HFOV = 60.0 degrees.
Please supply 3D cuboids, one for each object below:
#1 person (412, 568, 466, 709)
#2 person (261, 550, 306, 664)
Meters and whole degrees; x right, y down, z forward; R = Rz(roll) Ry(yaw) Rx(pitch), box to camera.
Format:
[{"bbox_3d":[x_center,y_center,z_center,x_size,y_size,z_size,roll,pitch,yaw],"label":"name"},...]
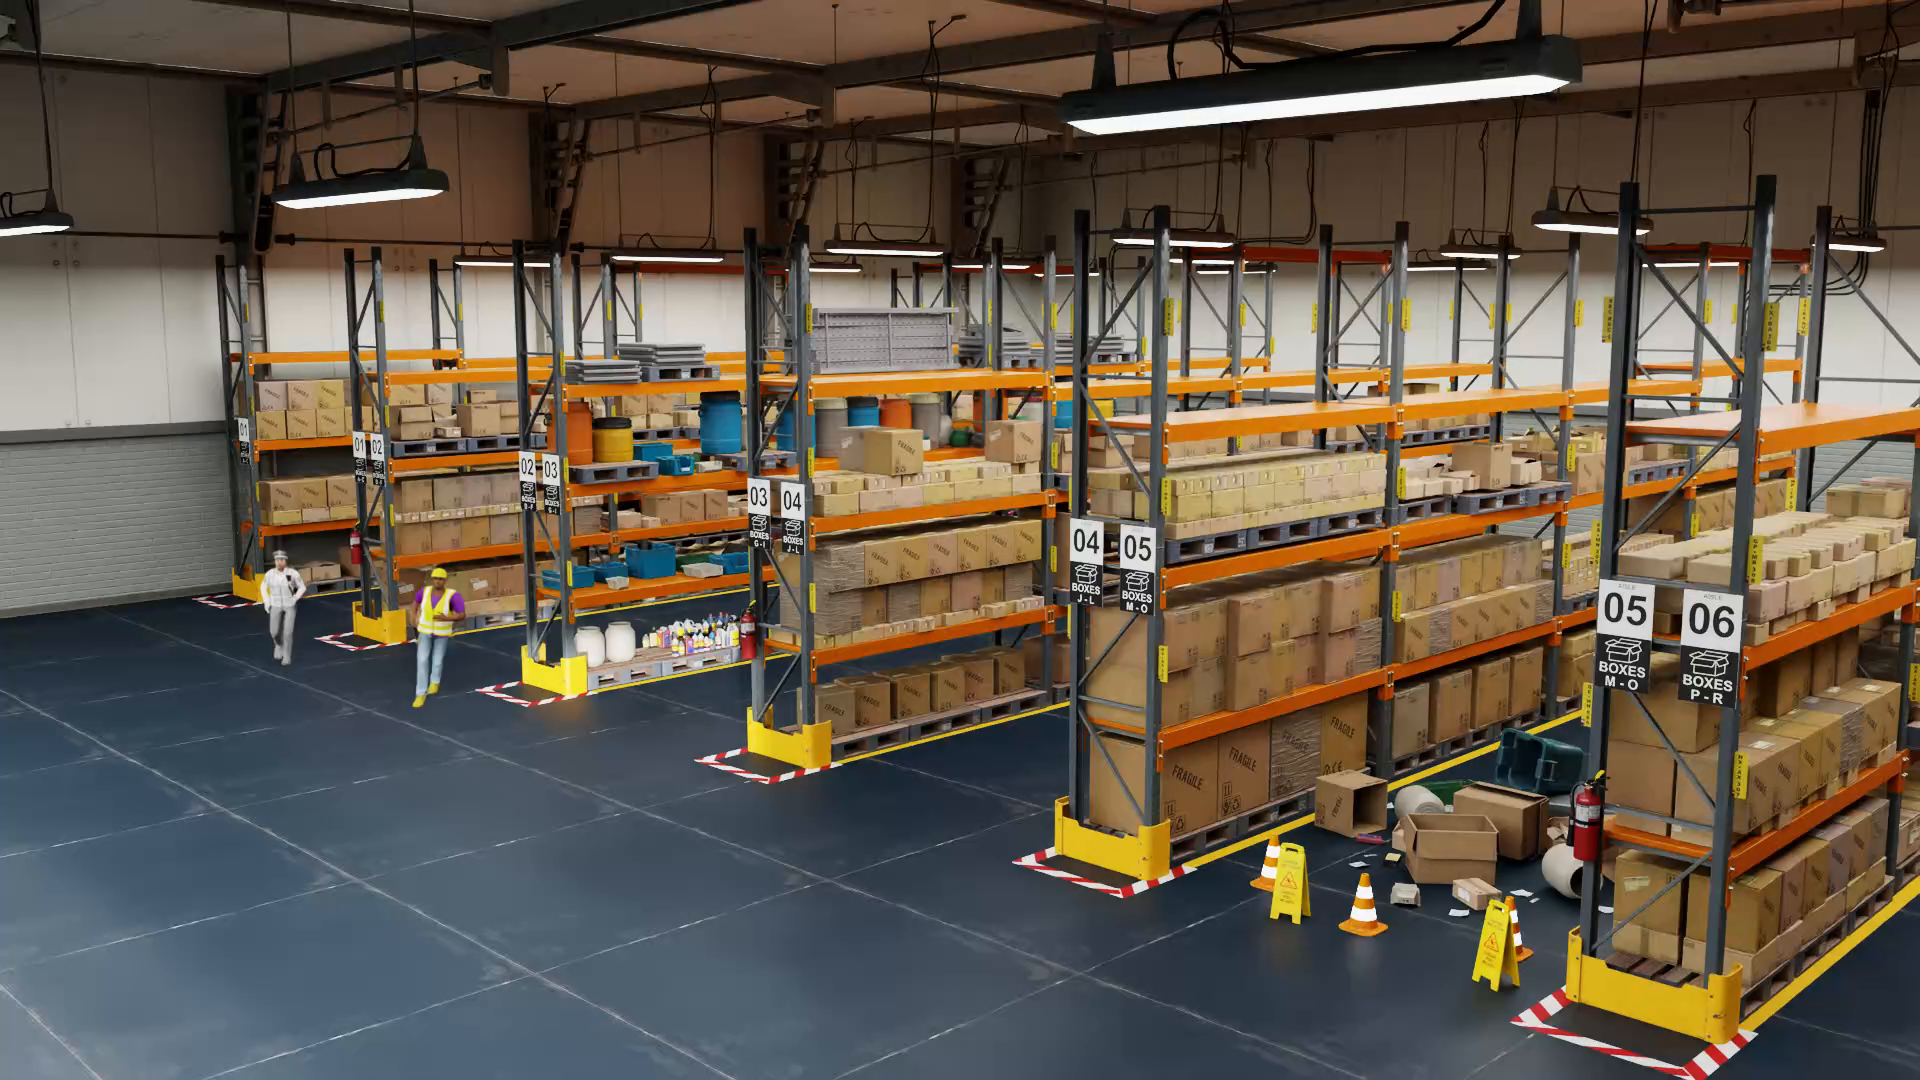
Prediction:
[{"bbox_3d":[-6.802,1.239,21.732,0.708,1.796,0.862,-1,8,-8],"label":"person"},{"bbox_3d":[-9.732,0.966,23.925,0.630,1.664,0.536,-2,8,-16],"label":"person"}]
